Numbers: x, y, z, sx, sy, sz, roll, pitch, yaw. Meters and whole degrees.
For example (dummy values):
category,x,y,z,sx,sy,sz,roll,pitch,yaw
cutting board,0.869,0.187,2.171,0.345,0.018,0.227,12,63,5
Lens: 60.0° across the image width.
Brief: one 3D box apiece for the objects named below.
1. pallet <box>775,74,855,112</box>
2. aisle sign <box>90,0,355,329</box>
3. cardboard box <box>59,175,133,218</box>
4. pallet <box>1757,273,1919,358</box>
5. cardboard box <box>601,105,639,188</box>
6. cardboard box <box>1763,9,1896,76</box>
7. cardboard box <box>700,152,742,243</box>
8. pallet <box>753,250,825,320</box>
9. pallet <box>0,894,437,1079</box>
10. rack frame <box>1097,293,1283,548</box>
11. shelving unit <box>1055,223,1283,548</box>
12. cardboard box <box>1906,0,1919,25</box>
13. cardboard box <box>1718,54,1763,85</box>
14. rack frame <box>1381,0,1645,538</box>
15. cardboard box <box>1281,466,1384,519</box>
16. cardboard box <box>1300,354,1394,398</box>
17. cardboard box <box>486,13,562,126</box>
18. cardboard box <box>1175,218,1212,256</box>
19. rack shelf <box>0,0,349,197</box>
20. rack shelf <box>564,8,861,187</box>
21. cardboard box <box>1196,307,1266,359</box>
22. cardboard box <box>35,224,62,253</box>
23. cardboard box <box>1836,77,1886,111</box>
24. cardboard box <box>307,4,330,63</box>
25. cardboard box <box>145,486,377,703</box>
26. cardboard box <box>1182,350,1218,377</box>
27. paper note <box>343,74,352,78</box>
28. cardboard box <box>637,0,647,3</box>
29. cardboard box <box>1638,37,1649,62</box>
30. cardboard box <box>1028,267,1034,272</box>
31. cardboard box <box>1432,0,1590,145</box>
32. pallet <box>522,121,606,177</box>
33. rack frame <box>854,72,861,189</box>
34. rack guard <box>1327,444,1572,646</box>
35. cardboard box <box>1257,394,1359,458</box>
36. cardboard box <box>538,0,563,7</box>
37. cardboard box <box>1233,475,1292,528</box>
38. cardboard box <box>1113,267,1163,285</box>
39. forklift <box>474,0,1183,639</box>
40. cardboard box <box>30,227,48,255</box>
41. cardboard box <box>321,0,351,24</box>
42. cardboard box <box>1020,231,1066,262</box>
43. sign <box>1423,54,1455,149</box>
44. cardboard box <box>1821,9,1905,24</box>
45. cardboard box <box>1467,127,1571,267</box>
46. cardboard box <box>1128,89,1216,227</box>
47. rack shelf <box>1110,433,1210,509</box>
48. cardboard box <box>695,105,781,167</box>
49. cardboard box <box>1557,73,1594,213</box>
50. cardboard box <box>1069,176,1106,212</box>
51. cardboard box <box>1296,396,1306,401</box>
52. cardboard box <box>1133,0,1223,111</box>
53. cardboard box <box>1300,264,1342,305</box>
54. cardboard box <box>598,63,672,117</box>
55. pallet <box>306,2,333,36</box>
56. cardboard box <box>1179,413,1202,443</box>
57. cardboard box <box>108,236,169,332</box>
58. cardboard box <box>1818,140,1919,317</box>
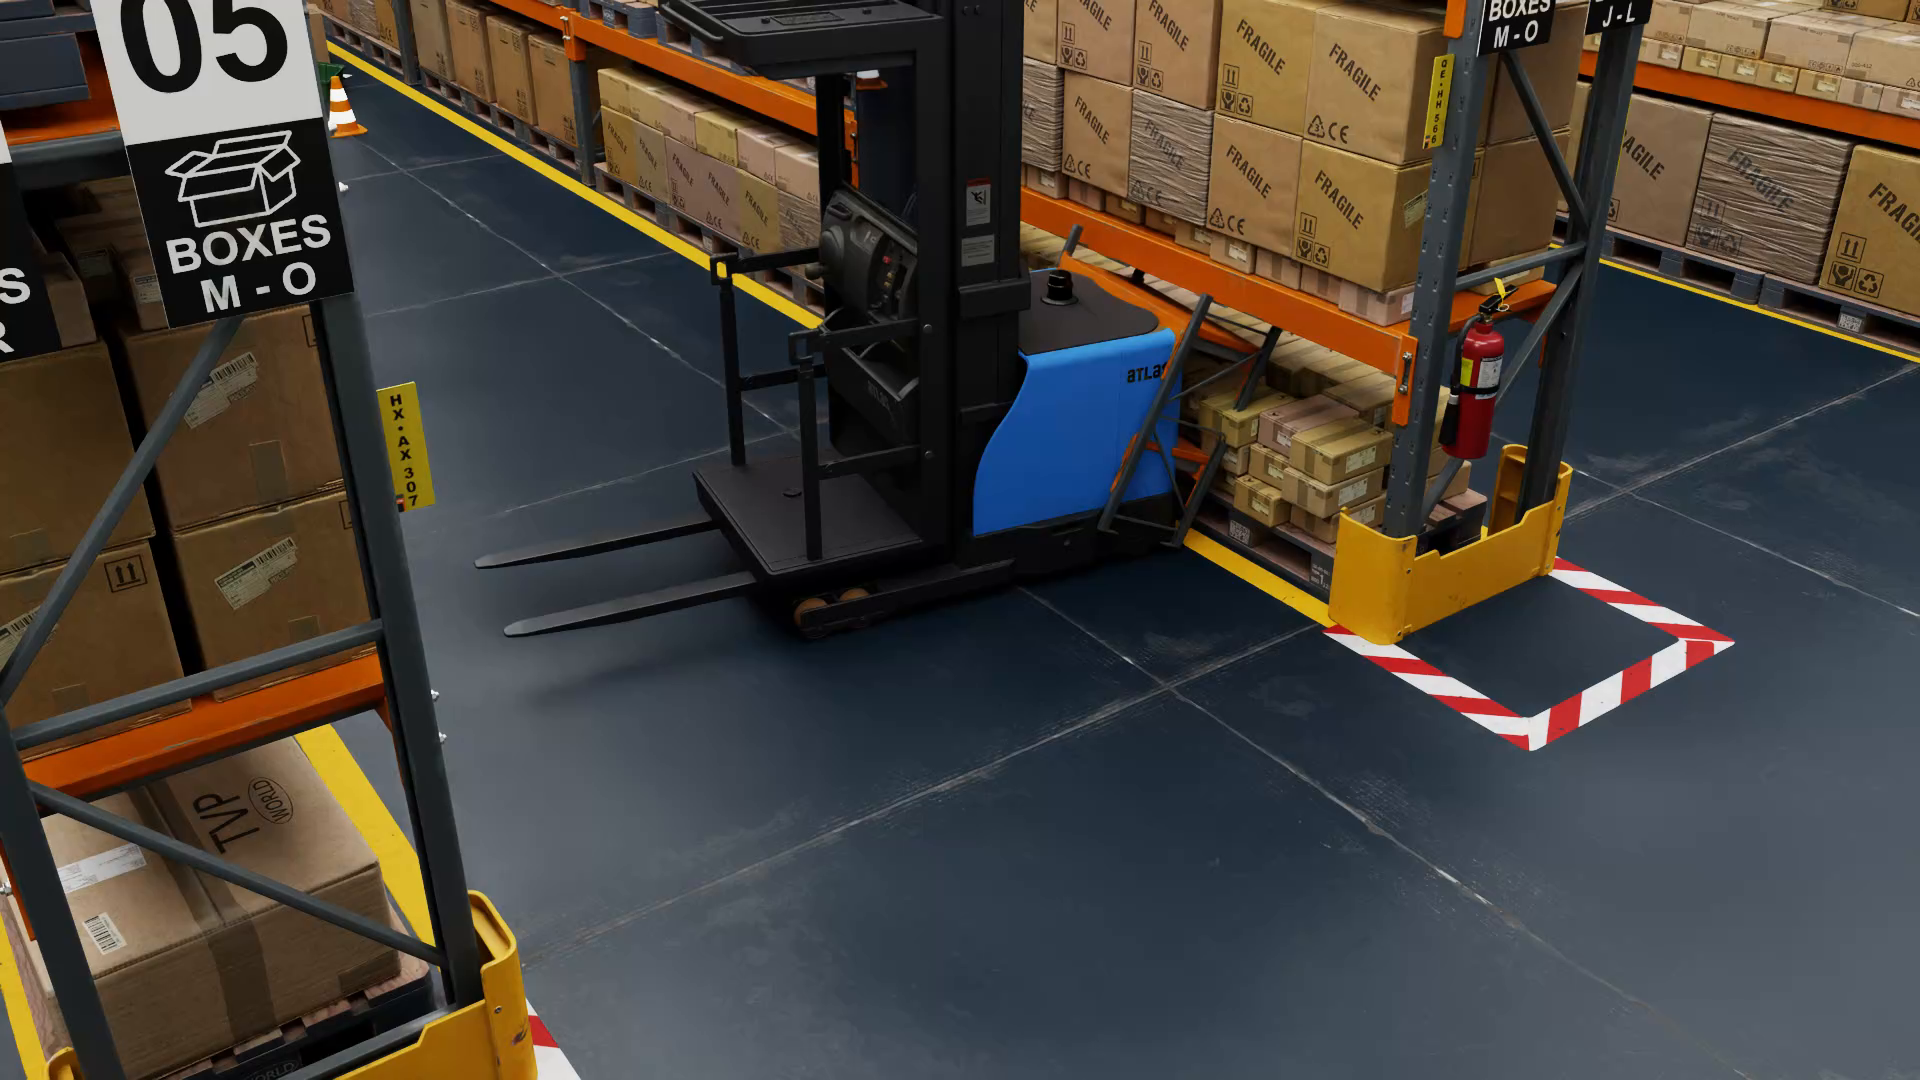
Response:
category,x,y,z,sx,sy,sz,roll,pitch,yaw
pallet,-0.470,-2.872,10.097,1.003,0.211,1.213,-19,34,-31
aisle sign,-1.520,-0.849,3.447,0.394,0.787,0.004,-19,34,-31
cardboard box,-2.213,-0.950,4.524,0.380,0.149,0.250,-20,34,-32
pallet,5.747,-1.462,10.220,1.003,0.211,1.213,-19,34,-31
cardboard box,-2.263,-2.915,12.153,0.500,0.500,0.500,-20,35,-33
cardboard box,5.188,-2.973,9.926,0.500,0.250,0.500,-20,34,-32
cardboard box,-1.371,-2.323,11.064,0.500,0.500,0.500,-20,34,-32
pallet,-0.598,-1.696,10.652,1.003,0.211,1.213,-19,34,-31
pallet,-2.326,1.282,5.169,1.003,0.211,1.213,-19,34,-31
rack frame,1.020,-0.506,7.343,0.500,1.125,0.032,12,19,-37
shelving unit,0.773,-0.727,7.729,0.538,1.125,1.048,12,19,-37
cardboard box,5.926,-3.248,9.647,0.500,0.500,0.500,-20,34,-32
cardboard box,4.913,-2.929,10.264,0.380,0.149,0.250,-18,33,-30
rack frame,2.175,-1.064,6.566,1.000,3.000,0.127,-19,34,-31
cardboard box,1.637,-0.253,7.308,0.380,0.149,0.250,-20,34,-32
cardboard box,1.848,-0.762,7.935,0.380,0.149,0.250,-19,34,-31
cardboard box,-3.255,-3.971,13.836,1.050,0.750,0.750,-18,33,-30
cardboard box,1.189,-1.406,7.459,0.380,0.149,0.250,-20,35,-33
rack shelf,-2.958,-1.434,4.858,1.077,0.370,4.000,-19,34,-31
rack shelf,-1.305,-3.081,11.033,1.077,0.370,4.000,-19,34,-31
cardboard box,1.369,-1.061,8.485,0.380,0.149,0.250,-18,33,-30
cardboard box,-2.150,-0.602,4.563,0.500,0.500,0.500,-20,34,-32
cardboard box,5.358,-2.631,9.715,0.380,0.149,0.250,-18,33,-30
cardboard box,-6.522,-4.951,16.340,0.500,0.500,0.500,-13,31,-22
cardboard box,-1.843,0.035,4.437,0.500,0.500,0.500,-19,34,-31
cardboard box,1.009,-0.779,7.966,0.380,0.149,0.250,-17,33,-29
paper note,-5.913,-4.435,15.884,0.142,0.020,0.147,7,29,13
cardboard box,-2.058,-3.809,11.445,0.380,0.149,0.250,-17,33,-28
cardboard box,4.463,-3.230,10.818,0.380,0.149,0.250,-19,34,-31
cardboard box,0.184,-1.413,9.132,0.380,0.149,0.250,-19,34,-31
cardboard box,2.131,-1.926,6.690,0.500,0.500,0.500,-19,34,-31
pallet,-2.861,-3.276,13.561,1.003,0.211,1.213,-19,34,-31
rack frame,-0.145,-2.619,9.430,1.000,3.000,0.127,-19,34,-31
rack guard,2.131,0.005,7.217,1.175,0.500,0.348,-19,34,-31
cardboard box,1.563,-0.507,7.464,0.380,0.149,0.250,-18,33,-30
cardboard box,-2.945,-4.319,12.455,0.500,0.500,0.500,-19,34,-31
cardboard box,1.468,-0.215,7.550,0.380,0.149,0.250,-18,33,-29
cardboard box,0.923,-1.361,9.036,0.380,0.149,0.250,-21,35,-33
forklift,-0.568,-1.161,6.817,3.031,2.935,1.130,-13,31,-22
cardboard box,-2.336,-0.599,3.878,0.380,0.149,0.250,-18,33,-30
cardboard box,-6.146,-5.948,17.346,0.875,0.875,0.875,-19,34,-31
cardboard box,0.454,-1.658,9.583,0.380,0.149,0.250,-18,33,-30
sign,1.712,-1.566,5.946,0.100,0.325,0.005,-19,34,-31
cardboard box,5.620,-3.121,10.199,0.500,0.250,0.500,-20,34,-32
cardboard box,2.140,-1.490,6.934,0.500,0.500,0.500,-17,33,-28
cardboard box,1.108,-1.738,7.391,0.500,0.500,0.500,-19,34,-30
rack shelf,0.680,-0.510,7.793,0.538,0.278,1.000,12,19,-37
cardboard box,-1.388,-2.659,10.897,0.500,0.250,0.500,-20,35,-33
cardboard box,4.272,-2.925,11.779,0.875,0.875,0.875,-19,34,-31
cardboard box,0.750,-1.718,8.034,0.380,0.149,0.250,-17,33,-29
cardboard box,1.754,-0.594,7.936,0.380,0.149,0.250,-18,33,-30
cardboard box,1.104,-2.184,7.164,0.500,0.500,0.500,-17,33,-28
cardboard box,1.642,-1.109,6.913,0.380,0.149,0.250,-19,34,-31
cardboard box,-2.262,-3.255,11.993,0.500,0.250,0.500,-20,35,-33
pallet,-6.578,-5.770,18.153,1.003,0.211,1.213,-19,34,-31
cardboard box,1.262,-0.587,7.924,0.380,0.149,0.250,-19,34,-31
cardboard box,-1.779,-0.638,3.949,0.380,0.149,0.250,-18,33,-30
cardboard box,5.838,-1.875,9.847,0.875,0.875,0.875,-19,34,-31
